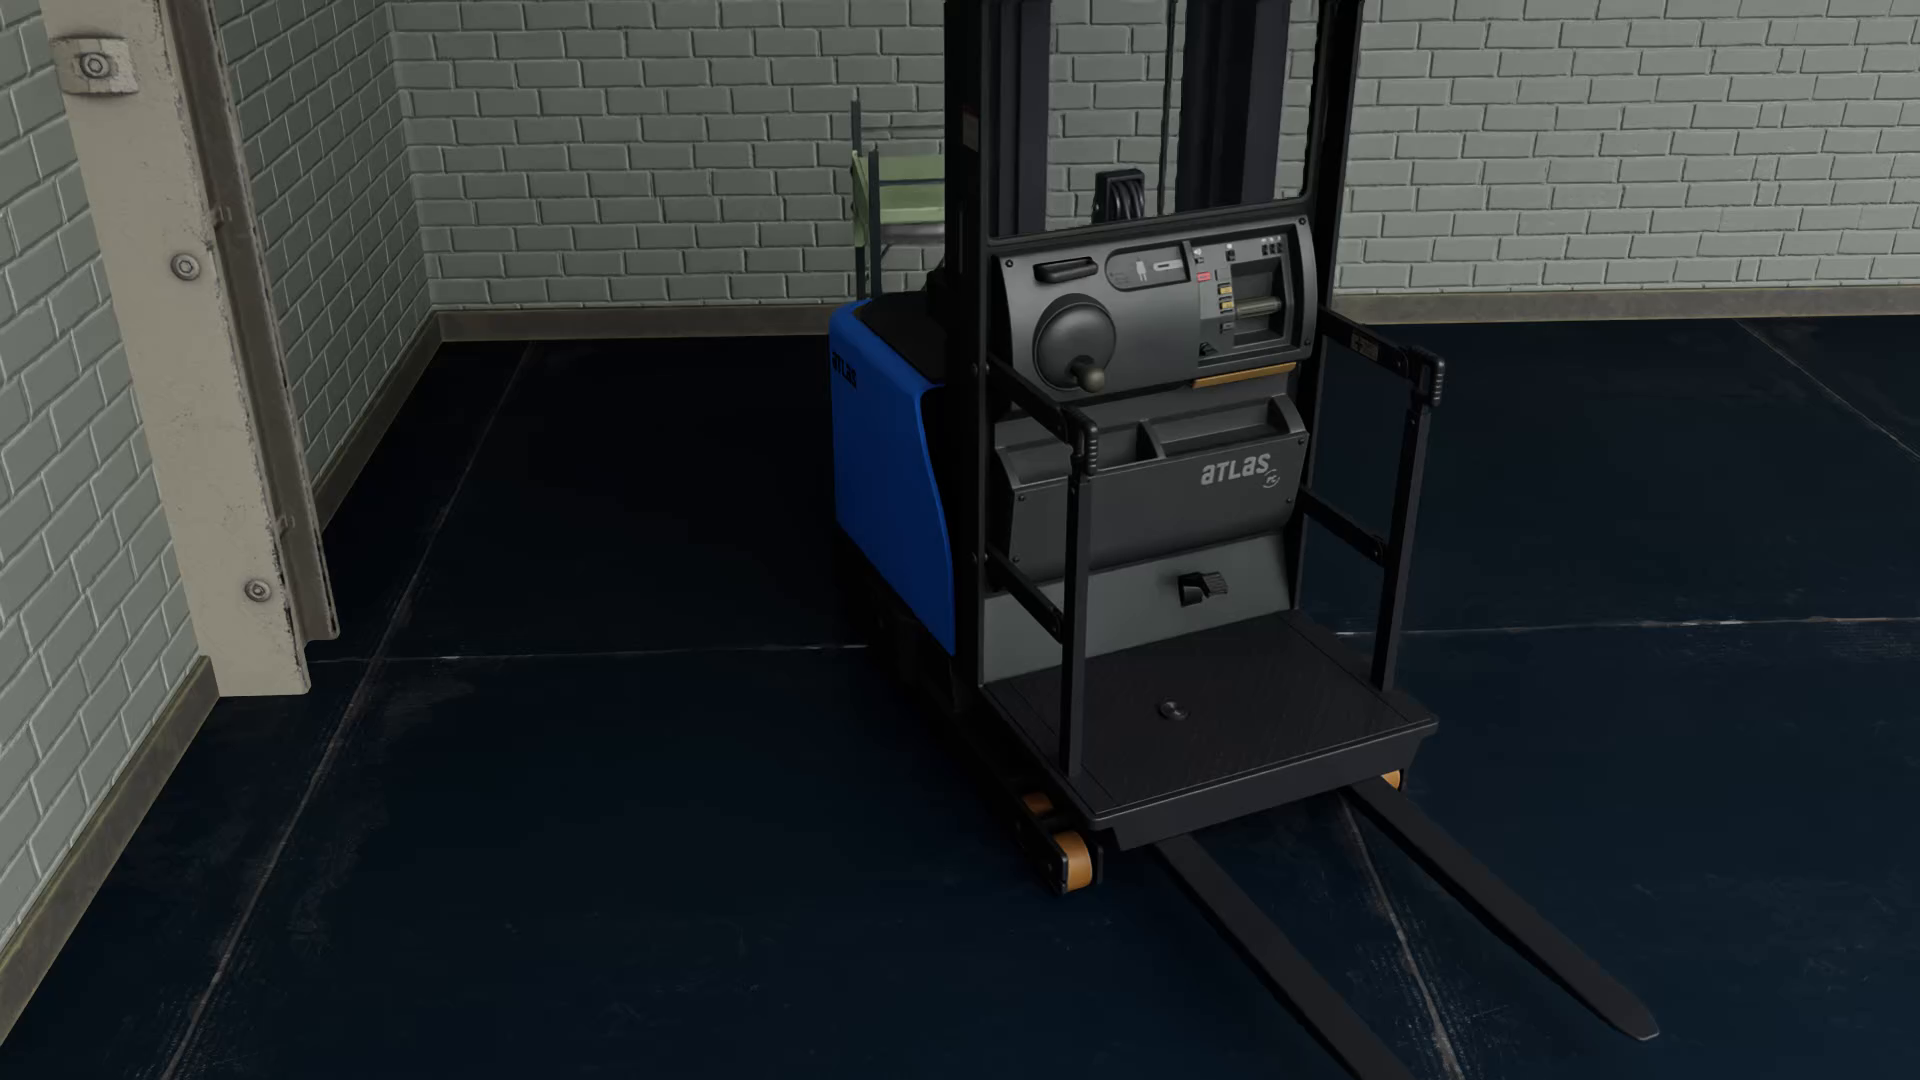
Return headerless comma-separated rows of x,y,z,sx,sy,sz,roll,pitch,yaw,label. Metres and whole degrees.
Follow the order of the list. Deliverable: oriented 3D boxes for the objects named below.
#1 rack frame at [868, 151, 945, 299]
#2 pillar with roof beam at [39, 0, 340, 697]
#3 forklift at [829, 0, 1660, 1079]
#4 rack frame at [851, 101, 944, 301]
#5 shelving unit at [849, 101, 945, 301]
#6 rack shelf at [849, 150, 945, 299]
-0.102,-0.616,5.808,0.400,1.500,0.023,-4,28,-7,rack frame
2.049,-3.691,3.595,9.100,9.000,0.400,-1,28,-3,pillar with roof beam
0.625,-0.586,4.204,1.130,2.935,3.031,-12,30,-21,forklift
-0.200,-0.951,6.452,0.400,1.500,0.023,-4,28,-7,rack frame
-0.151,-0.783,6.130,0.431,1.500,0.755,-4,28,-7,shelving unit
-0.151,-1.129,5.950,0.431,0.370,0.720,-4,28,-7,rack shelf
